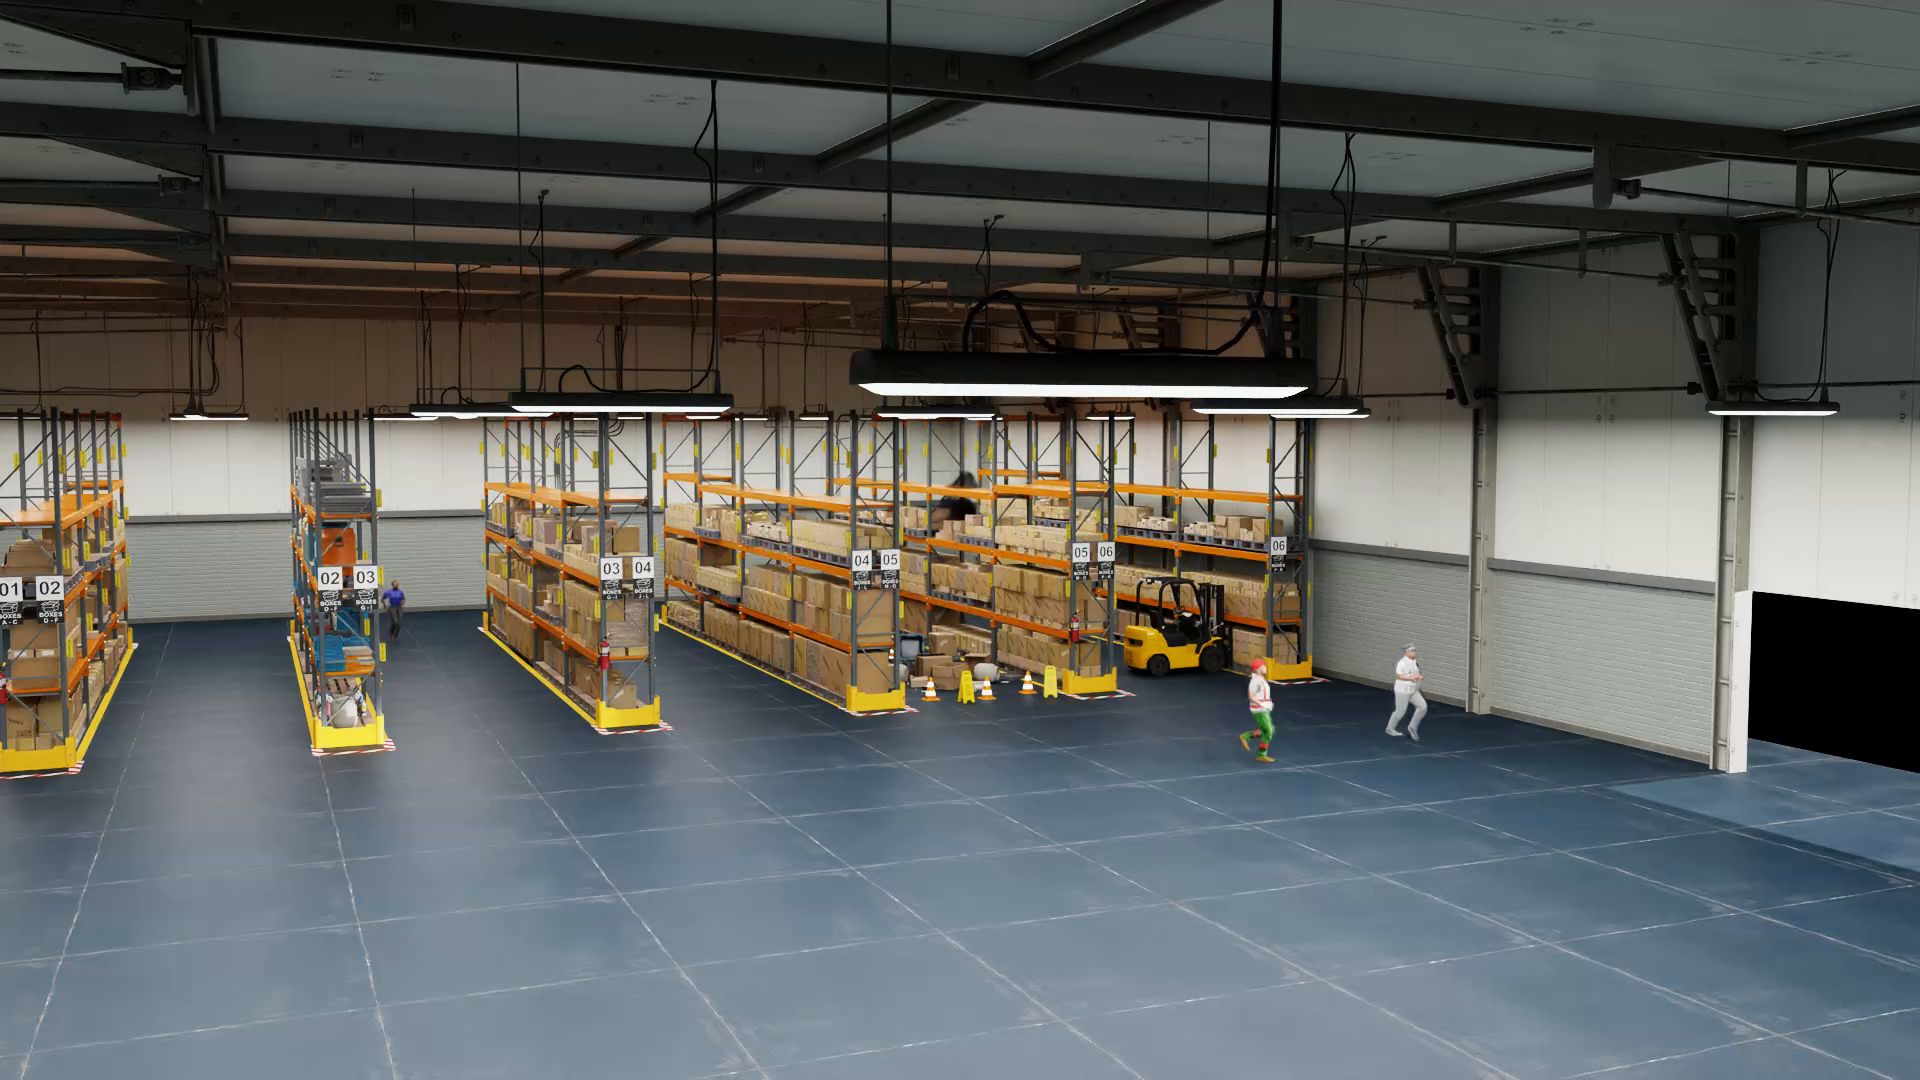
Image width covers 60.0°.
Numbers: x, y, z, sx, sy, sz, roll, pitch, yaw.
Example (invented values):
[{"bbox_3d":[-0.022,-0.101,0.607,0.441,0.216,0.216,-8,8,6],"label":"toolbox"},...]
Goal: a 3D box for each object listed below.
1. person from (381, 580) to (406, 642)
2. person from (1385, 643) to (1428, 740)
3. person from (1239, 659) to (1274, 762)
[{"bbox_3d":[-14.727,1.862,43.391,0.557,1.621,0.639,-3,5,-40],"label":"person"},{"bbox_3d":[8.063,2.749,30.073,0.641,1.815,0.790,-4,6,-43],"label":"person"},{"bbox_3d":[5.023,2.886,28.185,0.615,1.743,0.656,1,4,19],"label":"person"}]
